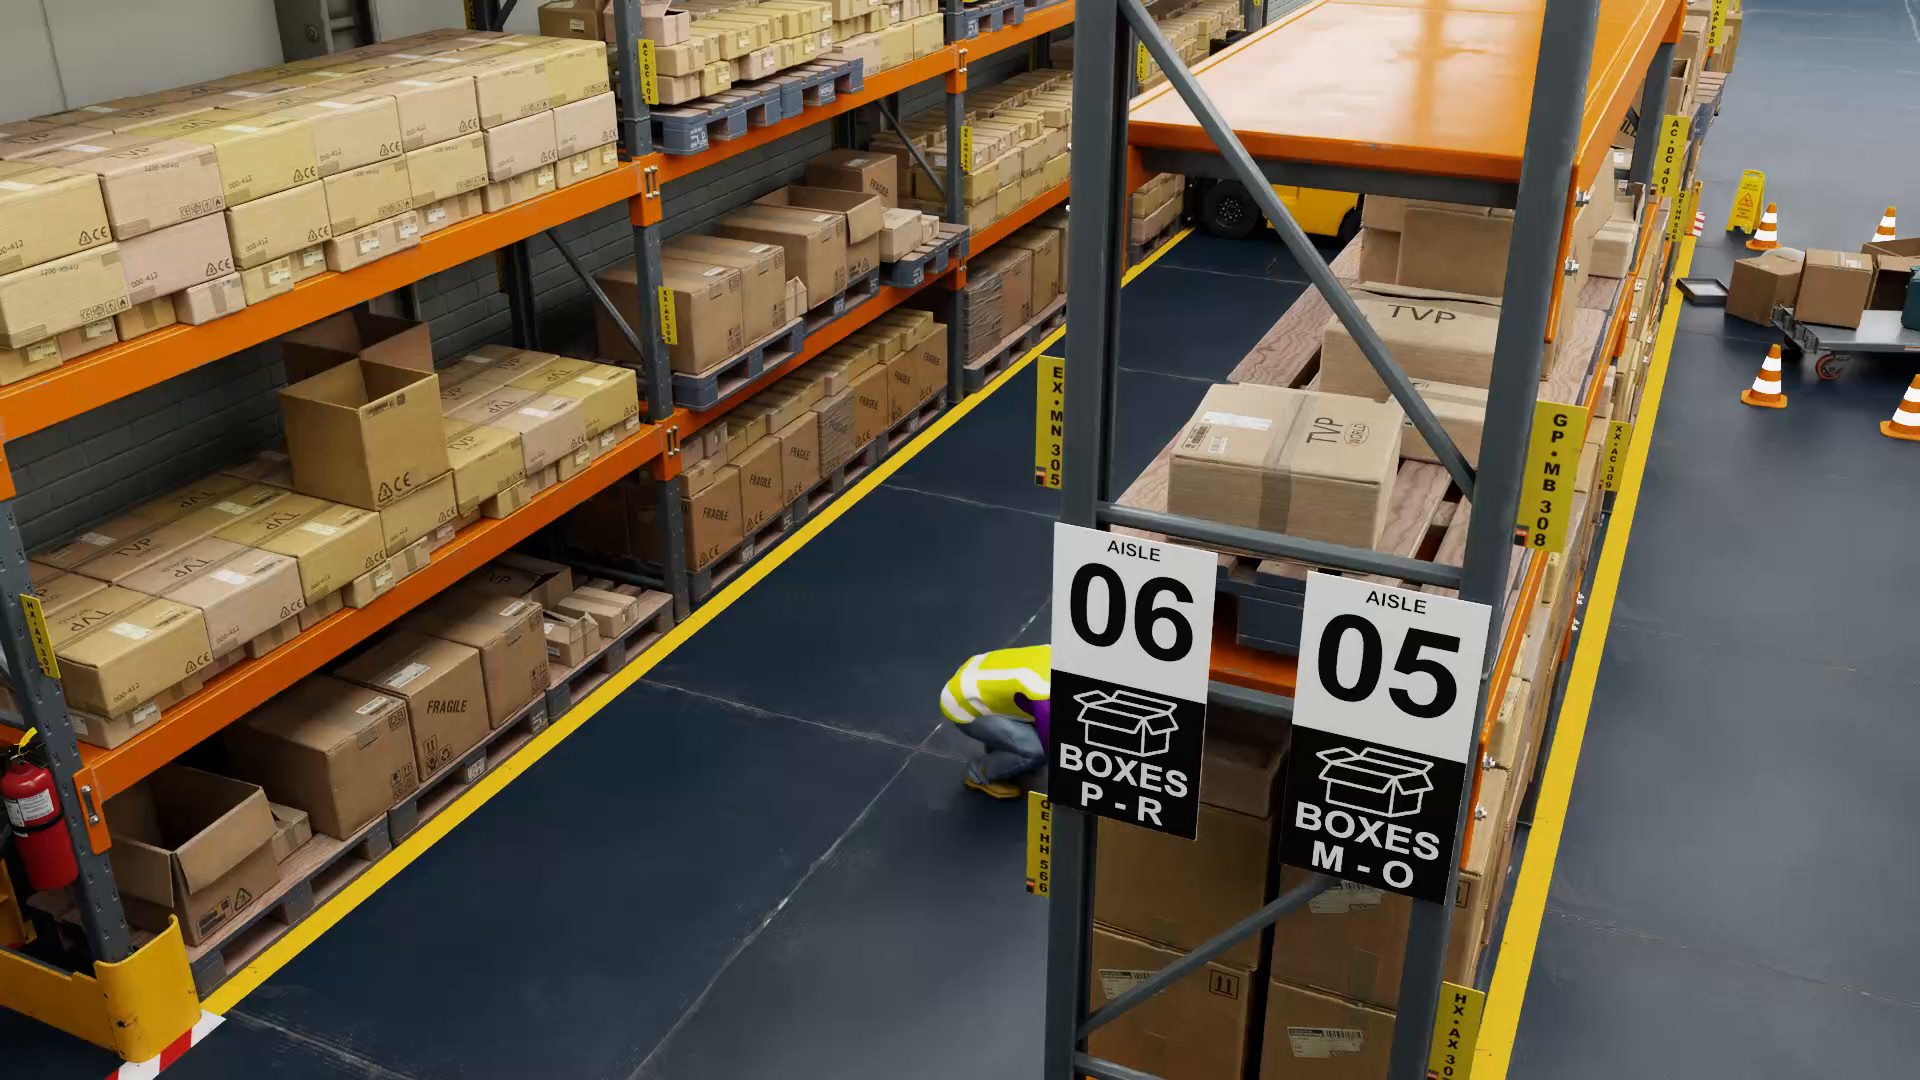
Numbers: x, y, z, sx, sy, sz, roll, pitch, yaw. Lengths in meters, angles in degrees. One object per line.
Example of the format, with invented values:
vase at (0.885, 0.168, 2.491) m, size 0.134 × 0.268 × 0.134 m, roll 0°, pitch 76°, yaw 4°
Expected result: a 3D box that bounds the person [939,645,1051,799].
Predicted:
person at (0.388, 0.912, 8.382) m, size 0.949 × 0.846 × 0.532 m, roll 11°, pitch 28°, yaw 21°
